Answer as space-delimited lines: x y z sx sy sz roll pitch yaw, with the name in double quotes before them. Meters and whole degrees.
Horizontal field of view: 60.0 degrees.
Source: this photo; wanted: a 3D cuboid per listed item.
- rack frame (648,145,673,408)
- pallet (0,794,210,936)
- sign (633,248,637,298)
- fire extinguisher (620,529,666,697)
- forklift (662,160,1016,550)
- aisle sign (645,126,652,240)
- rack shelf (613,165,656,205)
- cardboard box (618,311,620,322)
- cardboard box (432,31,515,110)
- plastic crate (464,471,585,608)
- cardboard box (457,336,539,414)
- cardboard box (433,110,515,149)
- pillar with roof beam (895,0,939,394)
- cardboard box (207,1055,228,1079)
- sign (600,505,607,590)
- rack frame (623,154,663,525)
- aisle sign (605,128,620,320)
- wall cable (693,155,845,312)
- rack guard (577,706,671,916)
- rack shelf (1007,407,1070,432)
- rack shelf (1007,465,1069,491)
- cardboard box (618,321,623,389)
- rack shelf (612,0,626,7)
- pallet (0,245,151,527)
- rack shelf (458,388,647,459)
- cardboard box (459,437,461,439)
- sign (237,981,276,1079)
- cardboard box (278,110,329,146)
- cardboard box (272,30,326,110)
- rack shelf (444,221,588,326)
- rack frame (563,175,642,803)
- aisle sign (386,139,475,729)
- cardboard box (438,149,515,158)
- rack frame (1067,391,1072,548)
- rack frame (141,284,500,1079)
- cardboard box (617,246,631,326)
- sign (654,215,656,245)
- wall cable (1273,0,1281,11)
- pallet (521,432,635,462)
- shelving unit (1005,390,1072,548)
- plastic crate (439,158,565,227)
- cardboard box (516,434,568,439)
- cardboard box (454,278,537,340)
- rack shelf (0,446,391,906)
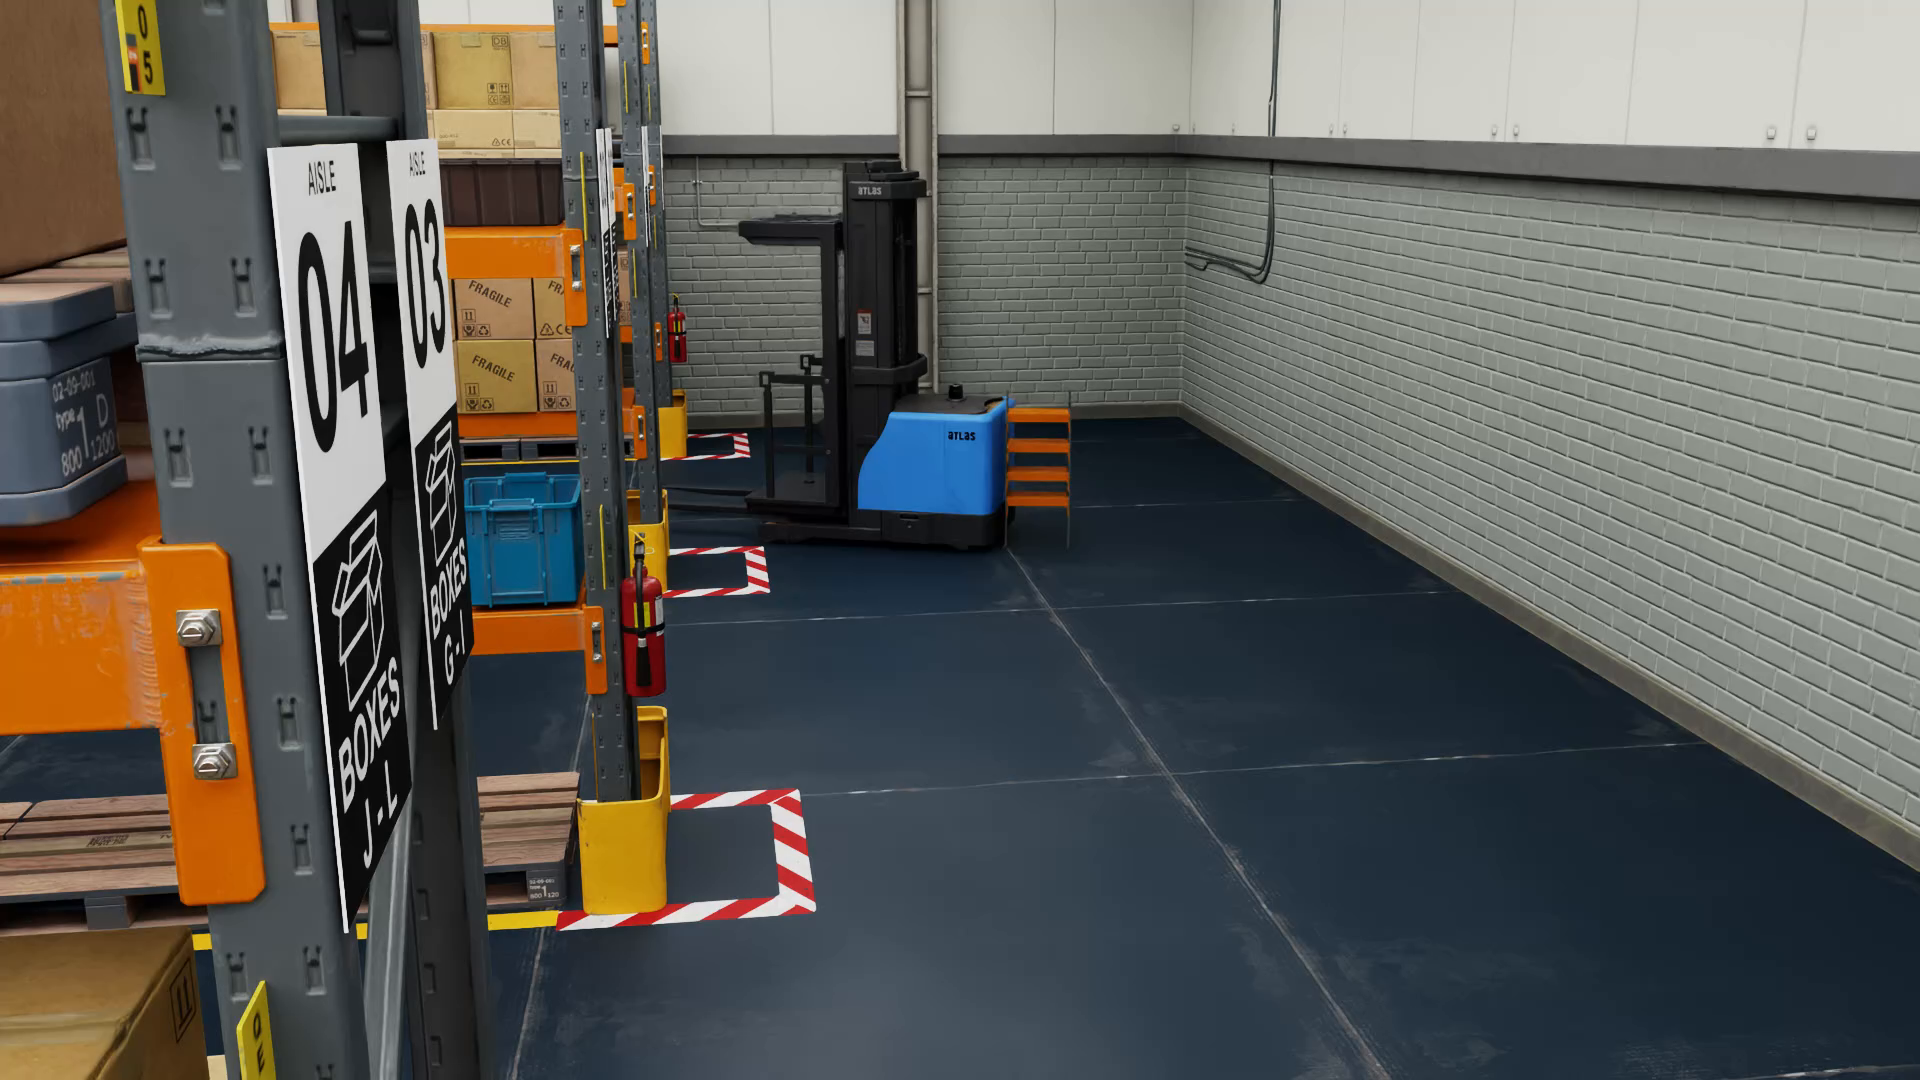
"rack frame" -2.992 -2.407 16.654 0.127 3.000 1.000 -2 14 -8
"pallet" -3.541 1.392 7.236 1.213 0.211 1.003 -2 14 -8
"sign" -2.187 -1.796 11.189 0.005 0.325 0.100 -2 14 -8
"fire extinguisher" -1.299 0.298 6.792 0.183 0.674 0.296 -2 14 -8
"forklift" -1.118 -1.509 13.213 3.031 2.935 1.130 3 14 13
"aisle sign" -2.226 -2.550 11.878 0.004 0.787 0.394 -2 14 -8
"rack shelf" -4.969 -3.441 16.087 4.000 0.370 1.077 -2 14 -8
"cardboard box" -2.728 -1.797 11.958 0.500 0.500 0.500 -2 14 -7
"cardboard box" -3.263 -3.184 11.323 0.500 0.500 0.700 -2 14 -8
"plastic crate" -1.819 -0.013 6.912 0.499 0.435 0.616 -2 14 -8
"cardboard box" -3.165 -1.163 11.487 0.500 0.500 0.500 -2 14 -8
"cardboard box" -3.214 -2.742 11.104 0.500 0.250 0.500 -2 14 -8
"pillar with roof beam" 0.191 -4.587 13.015 0.400 9.000 9.100 -2 14 -8
"cardboard box" -1.293 1.048 2.573 0.500 0.250 0.500 -2 14 -10
"sign" -1.418 0.028 6.606 0.005 0.325 0.100 -2 14 -8
"rack frame" -2.250 -1.216 11.903 0.127 3.000 1.000 -2 14 -8
"aisle sign" -1.489 -1.359 7.131 0.004 0.787 0.394 -2 14 -8
"wall cable" -1.866 -3.174 17.623 1.851 1.984 0.084 -2 14 -8
"rack guard" -1.494 1.184 7.472 0.348 0.500 1.175 -2 14 -8
"rack shelf" 0.607 -0.931 12.851 0.480 0.148 0.258 1 14 2
"rack shelf" 0.607 -0.484 12.963 0.480 0.148 0.258 1 14 2
"cardboard box" -2.728 -1.312 12.080 0.500 0.500 0.500 -2 14 -7
"rack shelf" -4.228 -3.703 10.972 4.000 0.370 1.077 -2 14 -8
"pallet" -1.510 -0.215 1.930 1.213 0.211 1.003 -2 14 -8
"rack shelf" -4.228 -0.794 11.702 4.000 0.370 1.077 -2 14 -8
"cardboard box" -5.187 -1.291 16.480 0.500 0.500 0.700 -2 14 -7
"sign" -0.711 0.622 1.709 0.005 0.325 0.100 -2 14 -8
"cardboard box" -4.203 -2.705 10.957 0.500 0.250 0.500 -2 14 -8
"cardboard box" -4.249 -3.144 11.166 0.500 0.500 0.700 -2 14 -8
"rack shelf" -3.493 -1.058 6.585 4.000 0.370 1.077 -2 14 -8
"rack frame" -1.516 -0.024 7.152 0.127 3.000 1.000 -2 14 -8
"aisle sign" -0.751 -0.168 2.383 0.004 0.787 0.394 -2 14 -8
"cardboard box" -3.215 -2.500 11.168 0.500 0.250 0.500 -2 14 -8
"rack frame" 0.851 -0.547 12.936 0.015 1.200 0.240 1 14 2
"rack frame" -0.778 1.167 2.401 0.127 3.000 1.000 -2 14 -8
"cardboard box" -3.494 -2.532 16.534 0.700 0.700 0.980 -1 14 -6
"sign" -2.925 -2.953 15.962 0.005 0.325 0.100 -2 14 -8
"wall cable" 3.058 -5.729 13.567 0.112 2.526 3.097 -2 14 -8
"pallet" -3.771 -1.007 16.802 1.213 0.211 1.003 -2 14 -8
"shelving unit" 0.607 -0.549 12.946 0.503 1.200 0.258 1 14 2
"plastic crate" -1.938 -1.469 7.014 0.590 0.269 0.497 -2 14 -8
"cardboard box" -4.164 -1.331 16.637 0.500 0.500 0.700 -2 14 -8
"cardboard box" -3.149 -1.648 11.367 0.500 0.500 0.500 -2 14 -7
"rack shelf" -2.756 0.134 1.835 4.000 0.370 1.077 -2 14 -8
